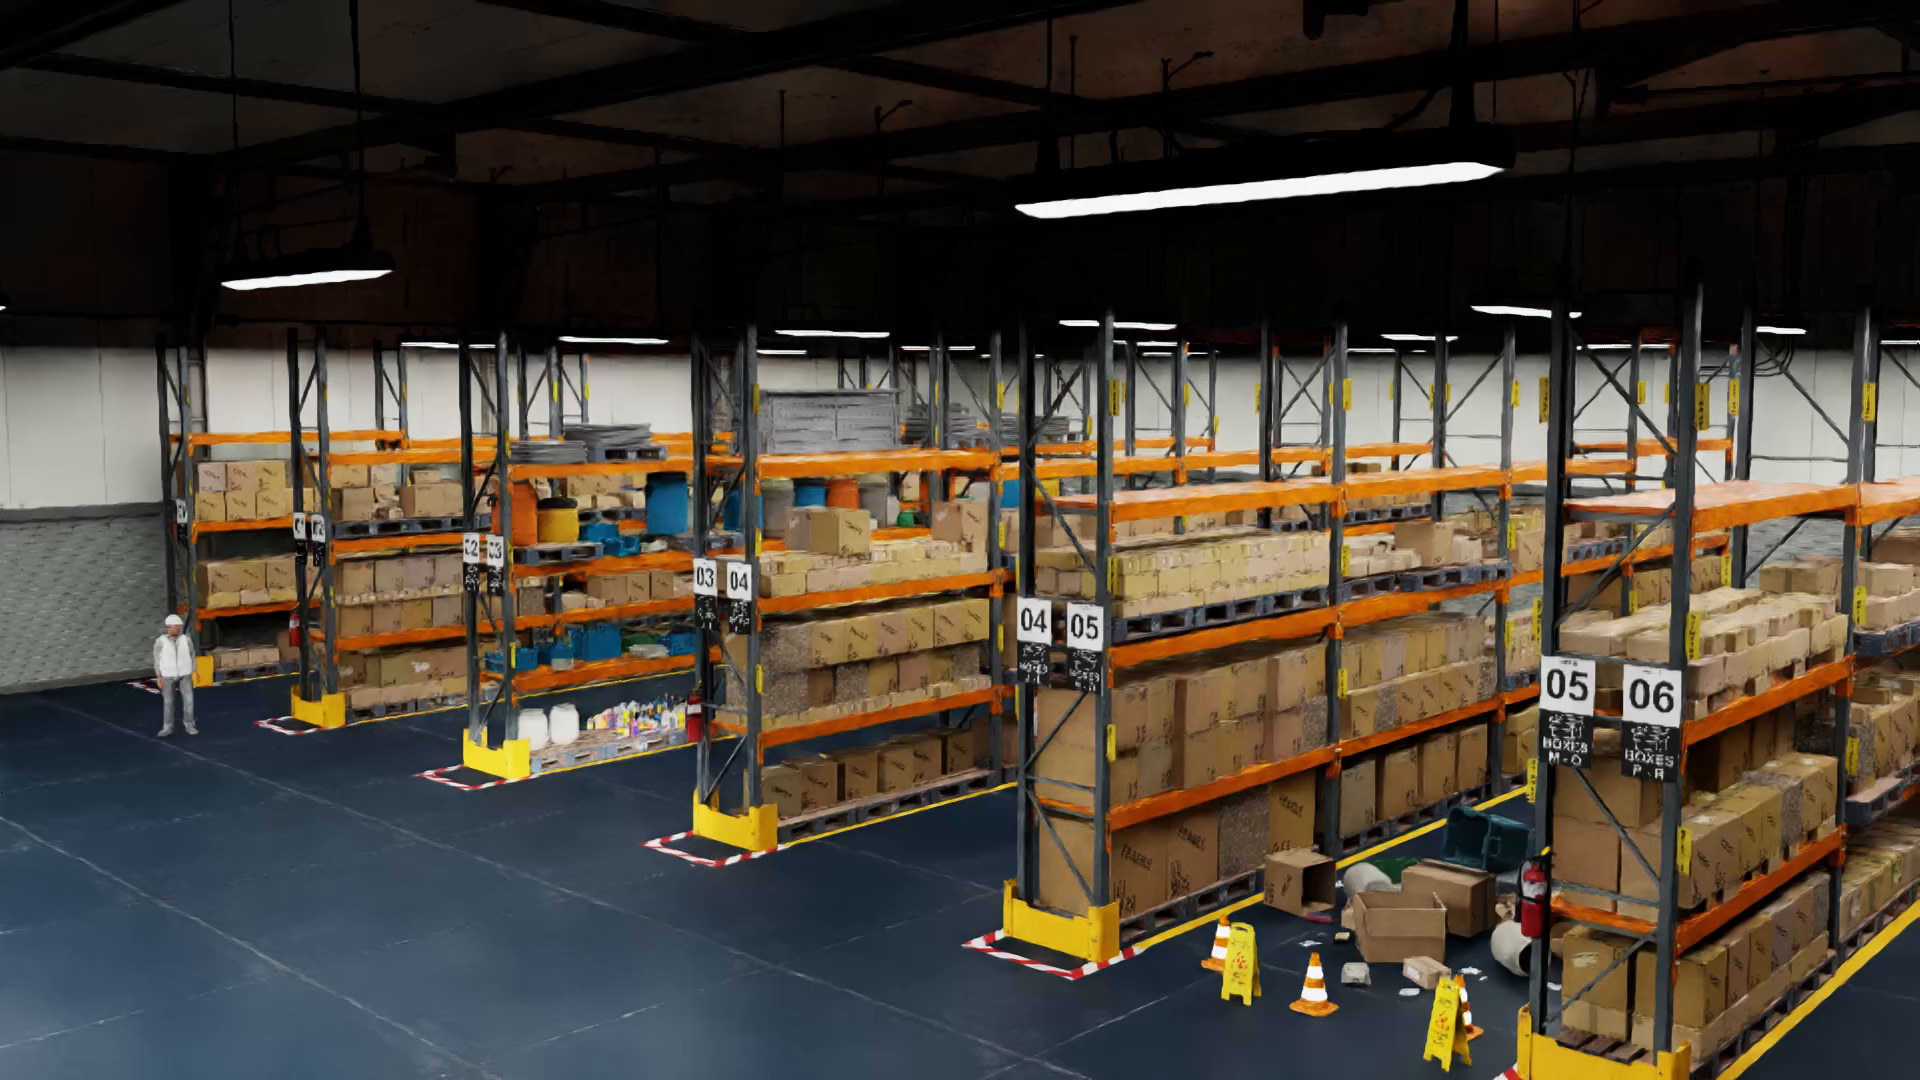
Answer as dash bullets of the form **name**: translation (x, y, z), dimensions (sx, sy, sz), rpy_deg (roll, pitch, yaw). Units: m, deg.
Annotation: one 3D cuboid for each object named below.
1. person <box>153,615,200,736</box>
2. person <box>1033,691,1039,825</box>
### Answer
- **person**: translation (-11.491, 1.975, 24.395), dimensions (0.611, 1.780, 0.400), rpy_deg (-3, 6, -33)
- **person**: translation (0.971, 2.534, 19.425), dimensions (1.109, 1.590, 0.446), rpy_deg (-5, 7, -44)
